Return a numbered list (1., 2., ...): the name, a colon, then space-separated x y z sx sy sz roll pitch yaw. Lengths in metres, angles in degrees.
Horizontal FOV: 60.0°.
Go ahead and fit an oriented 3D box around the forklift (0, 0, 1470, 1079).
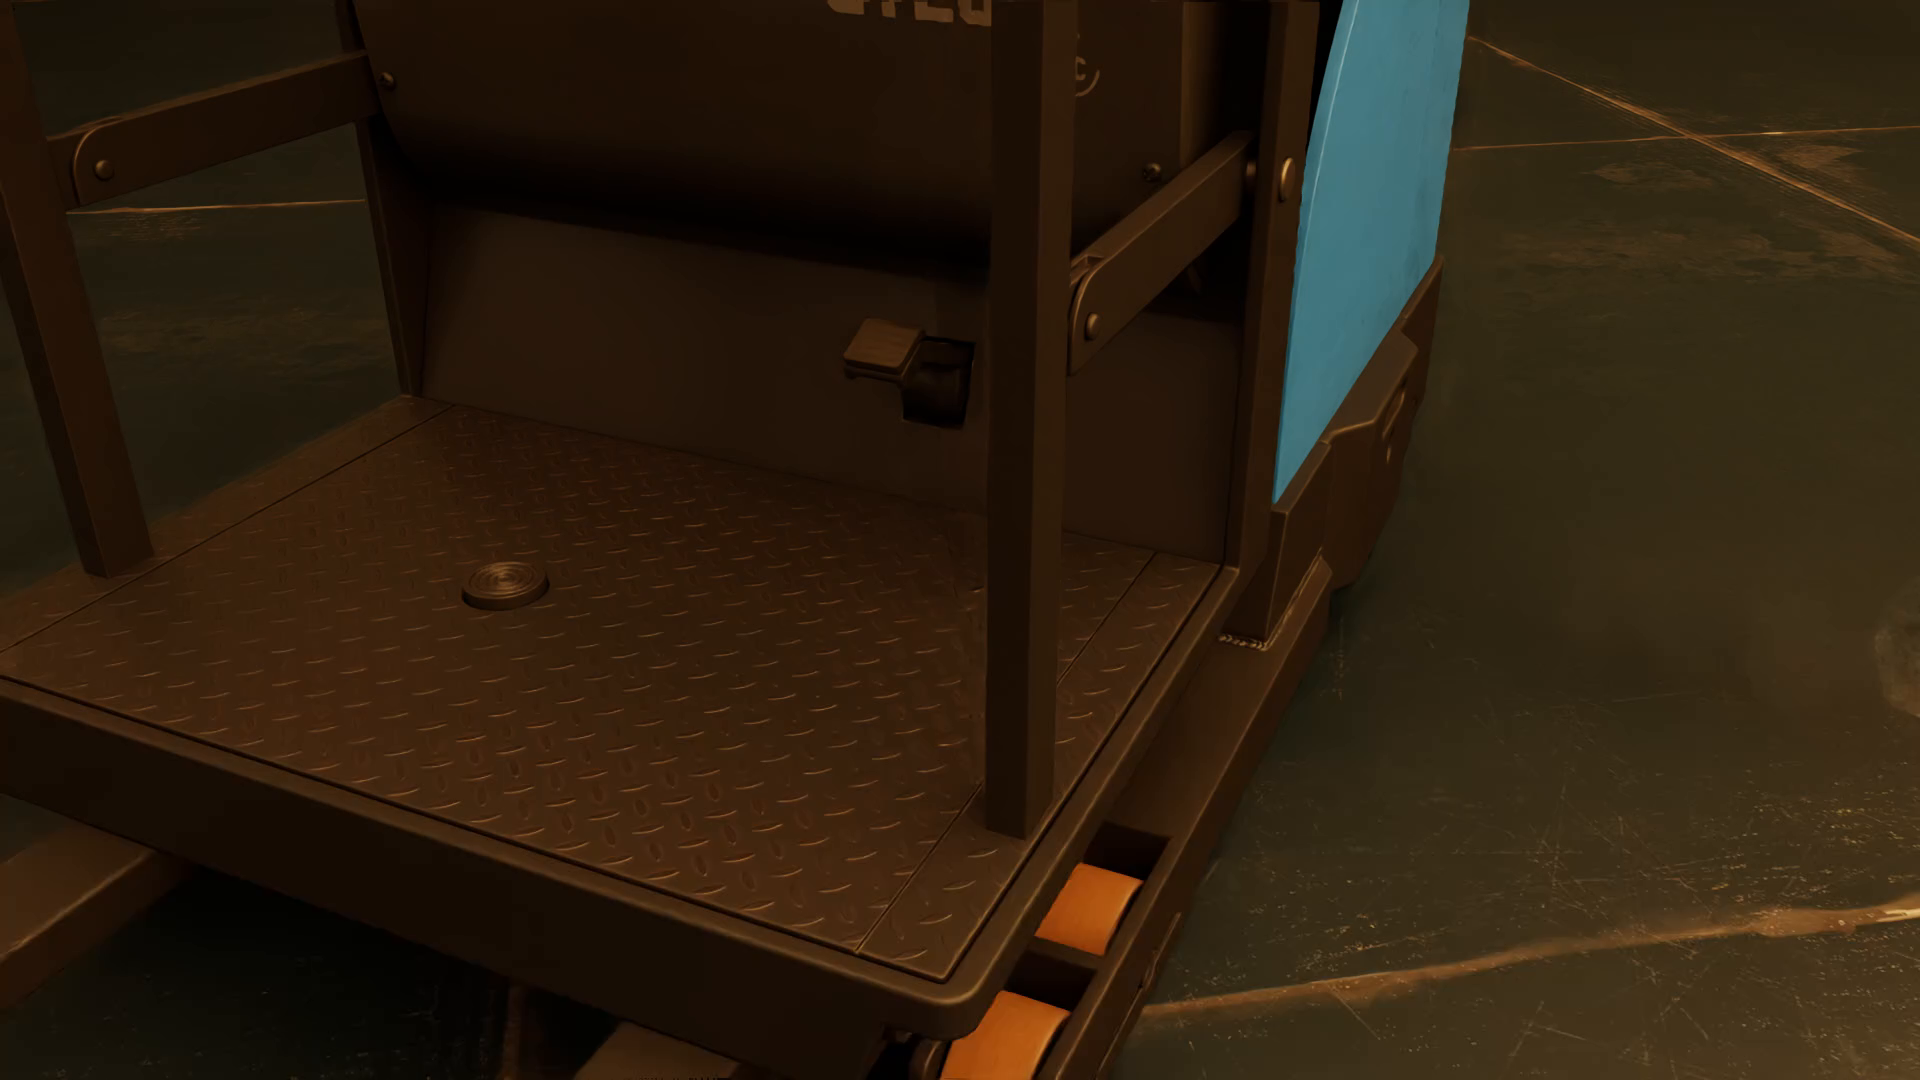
1. forklift: -0.292 -0.967 1.196 1.130 2.935 3.031 12 30 22
